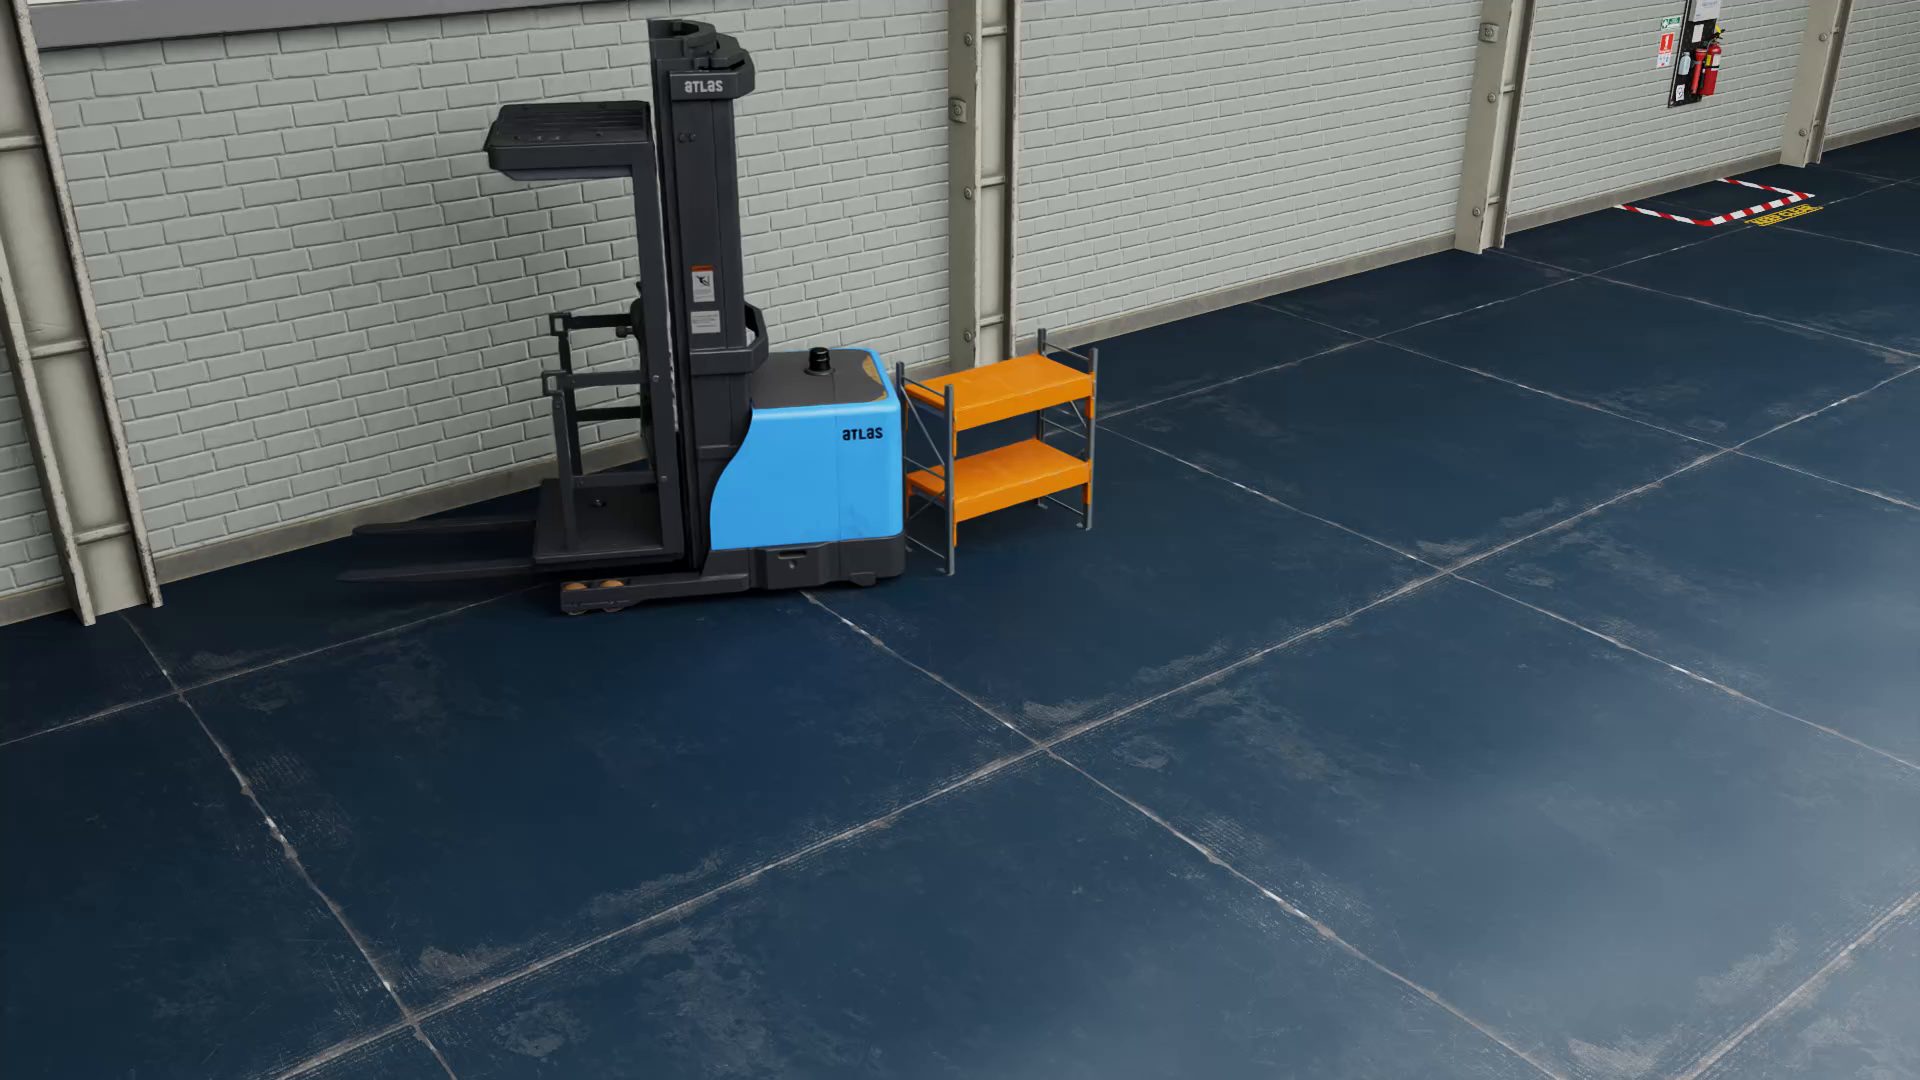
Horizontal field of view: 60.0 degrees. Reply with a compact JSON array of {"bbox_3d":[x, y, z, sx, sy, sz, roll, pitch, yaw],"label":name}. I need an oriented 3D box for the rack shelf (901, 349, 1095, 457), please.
[{"bbox_3d":[0.212,-0.788,9.417,1.000,0.278,0.538,-18,30,-33],"label":"rack shelf"}]

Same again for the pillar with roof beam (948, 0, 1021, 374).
[{"bbox_3d":[2.822,-3.861,7.380,0.400,9.000,9.100,-18,31,-34],"label":"pillar with roof beam"}]

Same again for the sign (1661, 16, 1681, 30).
[{"bbox_3d":[7.151,-5.199,16.718,0.331,0.109,0.001,-18,31,-34],"label":"sign"}]

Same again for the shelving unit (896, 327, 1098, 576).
[{"bbox_3d":[0.212,-0.523,9.540,1.048,1.125,0.538,-18,30,-33],"label":"shelving unit"}]

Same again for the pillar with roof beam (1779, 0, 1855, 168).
[{"bbox_3d":[12.265,-6.978,14.097,0.400,9.000,9.100,-18,31,-34],"label":"pillar with roof beam"}]

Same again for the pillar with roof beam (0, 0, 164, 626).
[{"bbox_3d":[-1.900,-2.303,4.022,0.400,9.000,9.100,-18,31,-34],"label":"pillar with roof beam"}]

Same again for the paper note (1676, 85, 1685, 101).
[{"bbox_3d":[7.458,-4.631,17.212,0.142,0.148,0.016,-18,31,-34],"label":"paper note"}]

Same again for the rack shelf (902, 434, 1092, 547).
[{"bbox_3d":[0.212,-0.301,9.643,1.000,0.278,0.538,-18,30,-33],"label":"rack shelf"}]

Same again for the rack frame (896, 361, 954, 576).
[{"bbox_3d":[-0.194,-0.394,9.263,0.032,1.125,0.500,-18,30,-33],"label":"rack frame"}]

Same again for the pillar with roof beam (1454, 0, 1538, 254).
[{"bbox_3d":[7.543,-5.420,10.739,0.400,9.000,9.100,-18,31,-34],"label":"pillar with roof beam"}]

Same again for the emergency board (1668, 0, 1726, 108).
[{"bbox_3d":[7.640,-5.054,17.077,0.643,1.169,0.194,-18,31,-34],"label":"emergency board"}]

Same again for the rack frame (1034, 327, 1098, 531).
[{"bbox_3d":[0.619,-0.651,9.817,0.032,1.125,0.500,-18,30,-33],"label":"rack frame"}]

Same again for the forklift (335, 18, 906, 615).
[{"bbox_3d":[-1.868,-1.170,8.790,3.031,2.935,1.130,-4,25,-9],"label":"forklift"}]

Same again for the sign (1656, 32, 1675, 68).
[{"bbox_3d":[7.142,-4.961,16.833,0.234,0.329,0.001,-18,31,-34],"label":"sign"}]
